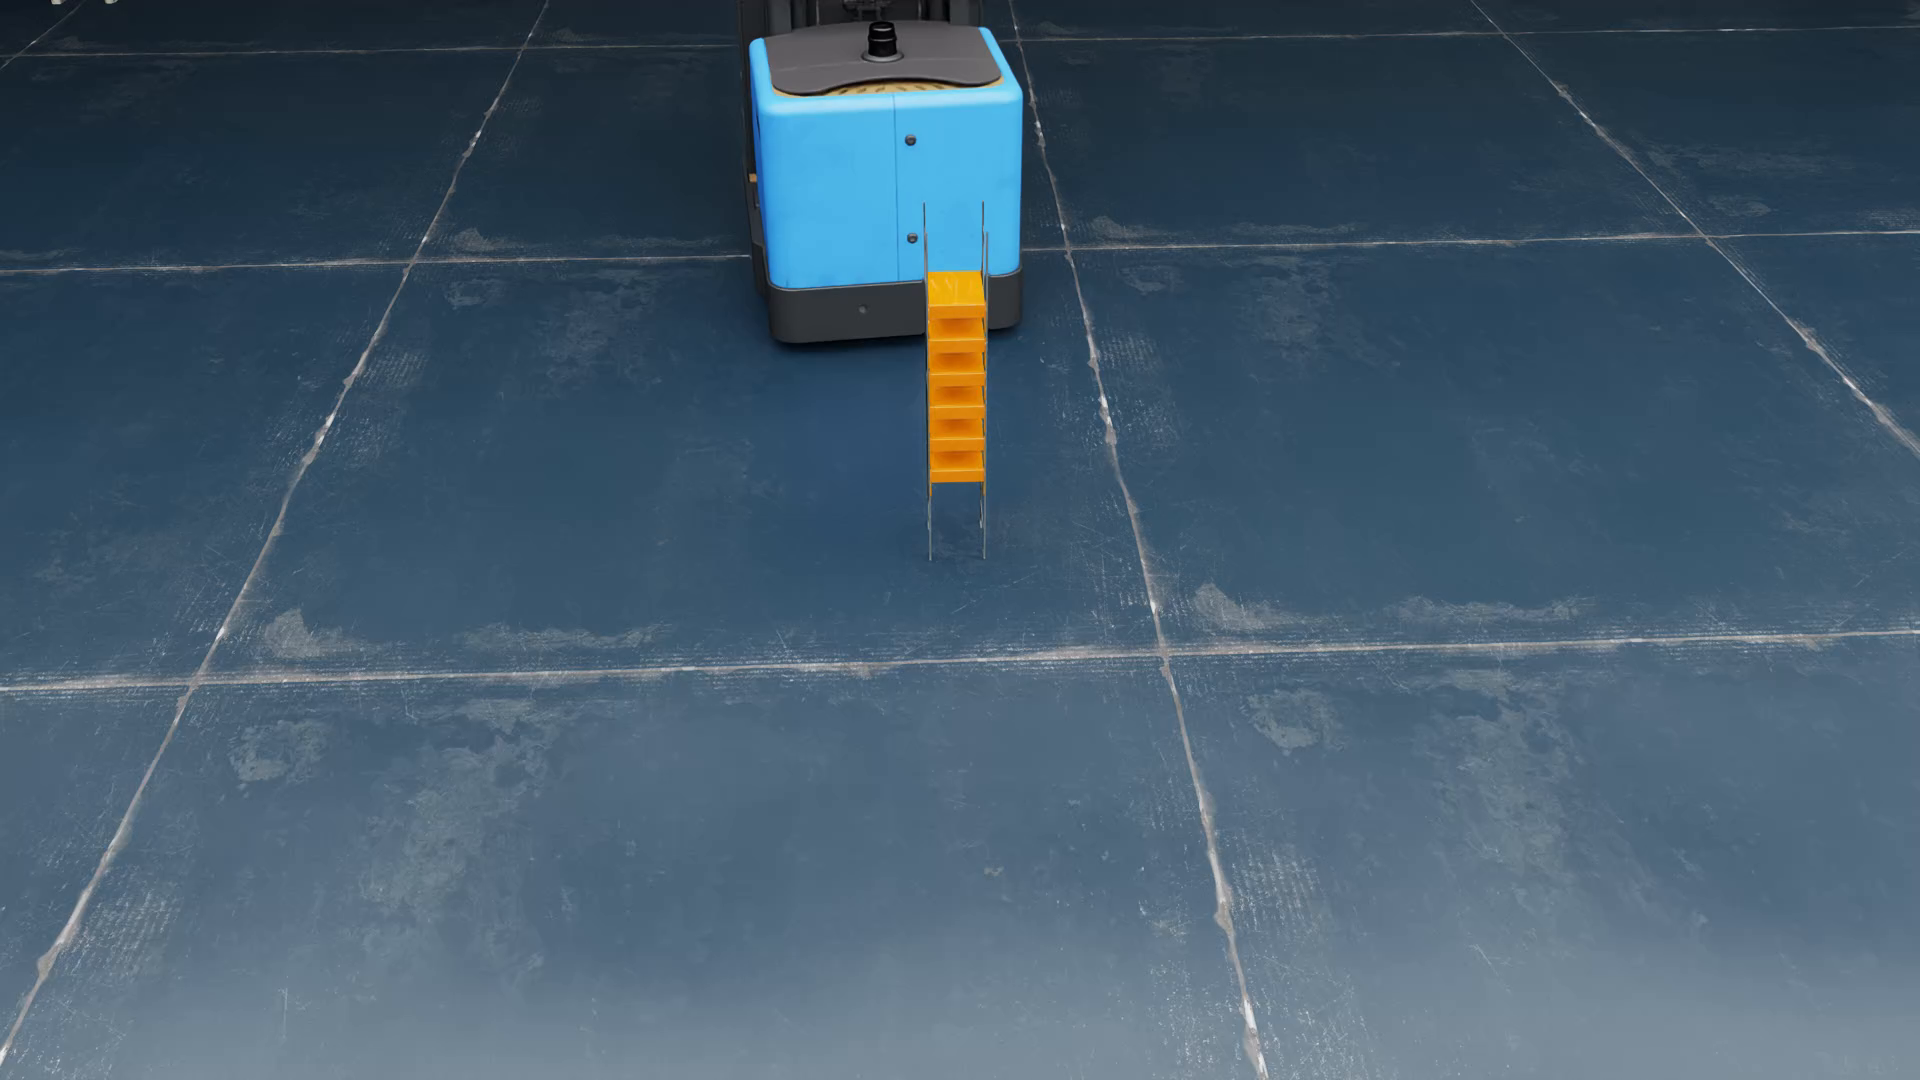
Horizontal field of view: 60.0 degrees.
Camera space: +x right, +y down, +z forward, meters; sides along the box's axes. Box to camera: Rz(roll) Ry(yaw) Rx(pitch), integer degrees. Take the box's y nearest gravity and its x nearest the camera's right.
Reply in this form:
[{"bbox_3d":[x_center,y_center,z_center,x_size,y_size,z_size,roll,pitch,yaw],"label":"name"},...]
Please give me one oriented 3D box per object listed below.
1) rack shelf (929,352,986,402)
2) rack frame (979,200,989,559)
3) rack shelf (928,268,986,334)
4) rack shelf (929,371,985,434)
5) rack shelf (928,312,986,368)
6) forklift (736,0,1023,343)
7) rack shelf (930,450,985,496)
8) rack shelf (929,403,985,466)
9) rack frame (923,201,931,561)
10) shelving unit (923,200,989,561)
[{"bbox_3d":[-0.014,-0.555,5.365,0.180,0.103,0.258,-2,35,-2],"label":"rack shelf"},{"bbox_3d":[0.077,-0.495,5.412,0.006,1.200,0.240,-2,35,-2],"label":"rack frame"},{"bbox_3d":[-0.014,-0.752,5.228,0.180,0.103,0.258,-2,35,-2],"label":"rack shelf"},{"bbox_3d":[-0.014,-0.456,5.433,0.180,0.103,0.258,-2,35,-2],"label":"rack shelf"},{"bbox_3d":[-0.014,-0.654,5.297,0.180,0.103,0.258,-2,35,-2],"label":"rack shelf"},{"bbox_3d":[-0.476,-2.836,7.273,1.130,2.935,3.031,-5,35,-7],"label":"forklift"},{"bbox_3d":[-0.014,-0.259,5.570,0.180,0.103,0.258,-2,35,-2],"label":"rack shelf"},{"bbox_3d":[-0.014,-0.358,5.502,0.180,0.103,0.258,-2,35,-2],"label":"rack shelf"},{"bbox_3d":[-0.106,-0.491,5.404,0.006,1.200,0.240,-2,35,-2],"label":"rack frame"},{"bbox_3d":[-0.014,-0.493,5.408,0.189,1.200,0.258,-2,35,-2],"label":"shelving unit"}]
